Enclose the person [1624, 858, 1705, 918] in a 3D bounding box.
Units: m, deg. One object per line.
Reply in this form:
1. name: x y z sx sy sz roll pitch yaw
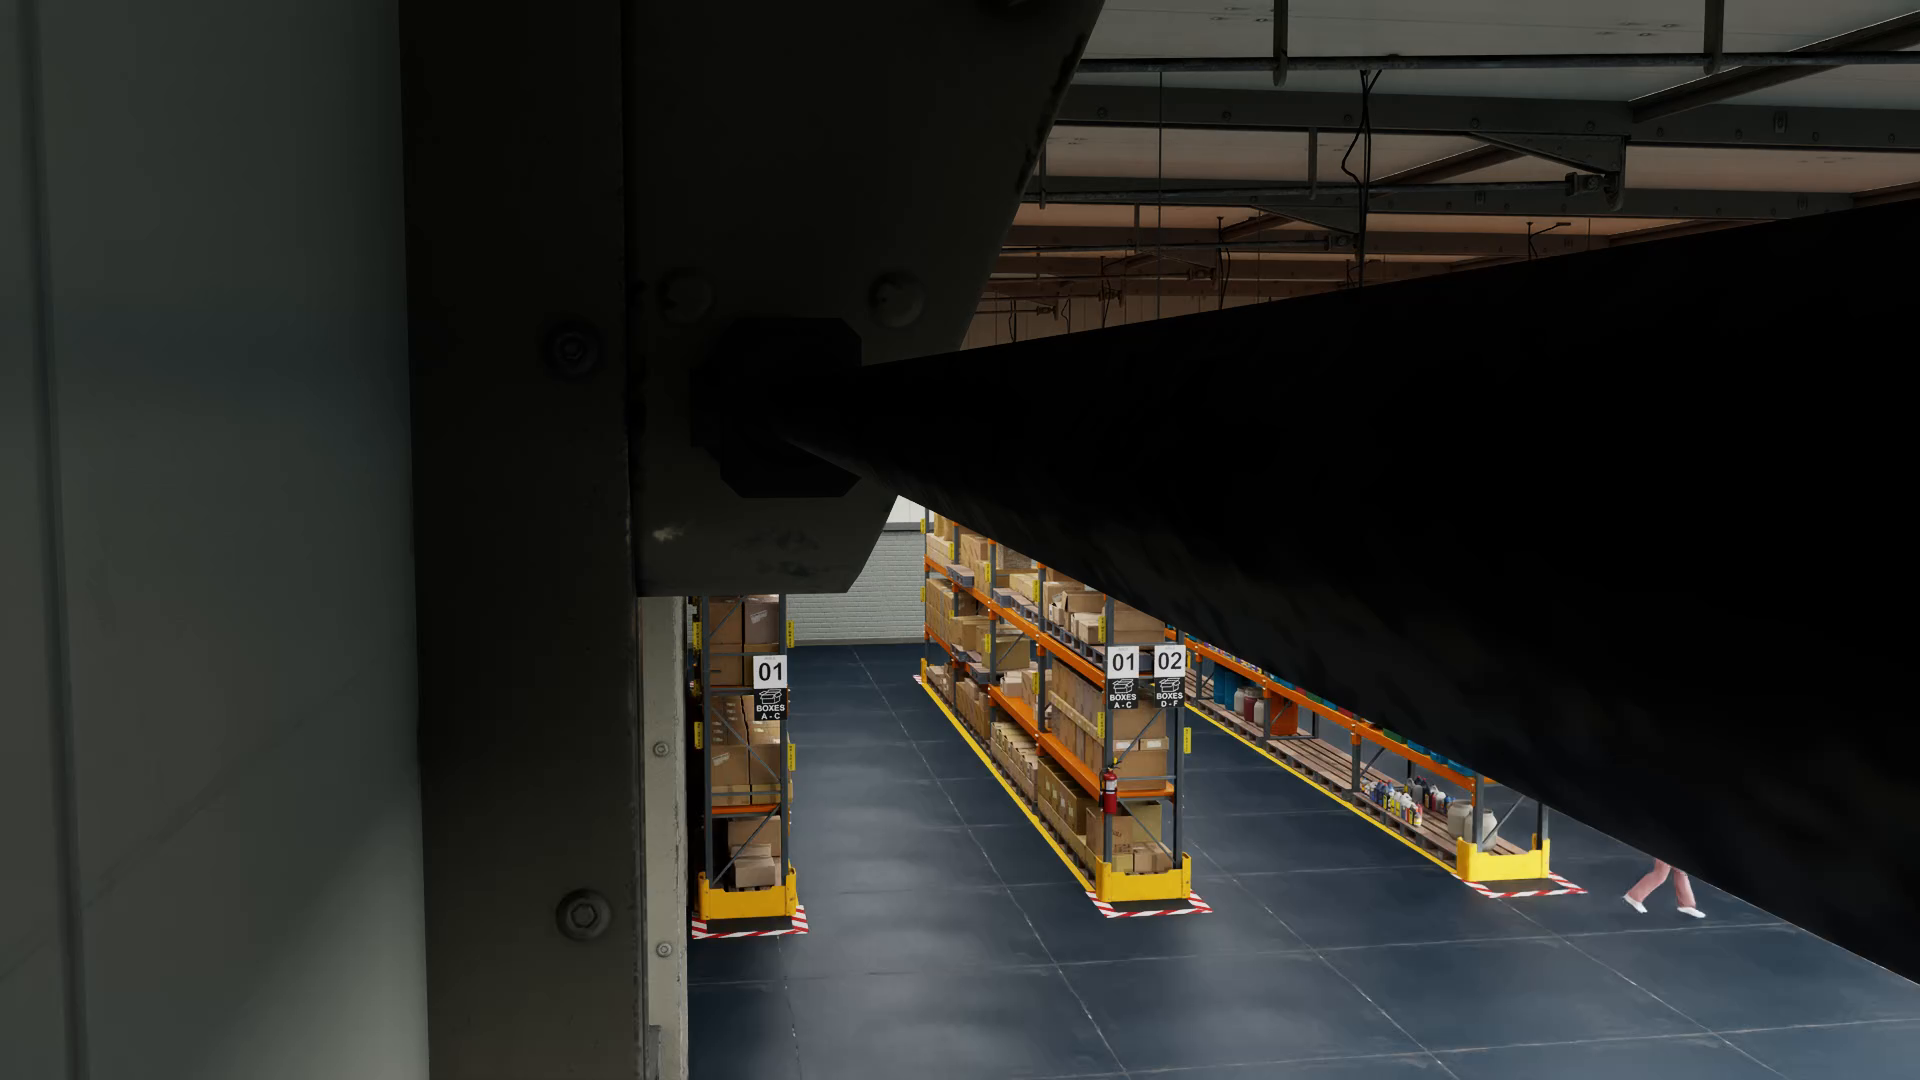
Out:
1. person: 8.511 3.706 20.037 0.948 1.678 0.562 1 5 11
